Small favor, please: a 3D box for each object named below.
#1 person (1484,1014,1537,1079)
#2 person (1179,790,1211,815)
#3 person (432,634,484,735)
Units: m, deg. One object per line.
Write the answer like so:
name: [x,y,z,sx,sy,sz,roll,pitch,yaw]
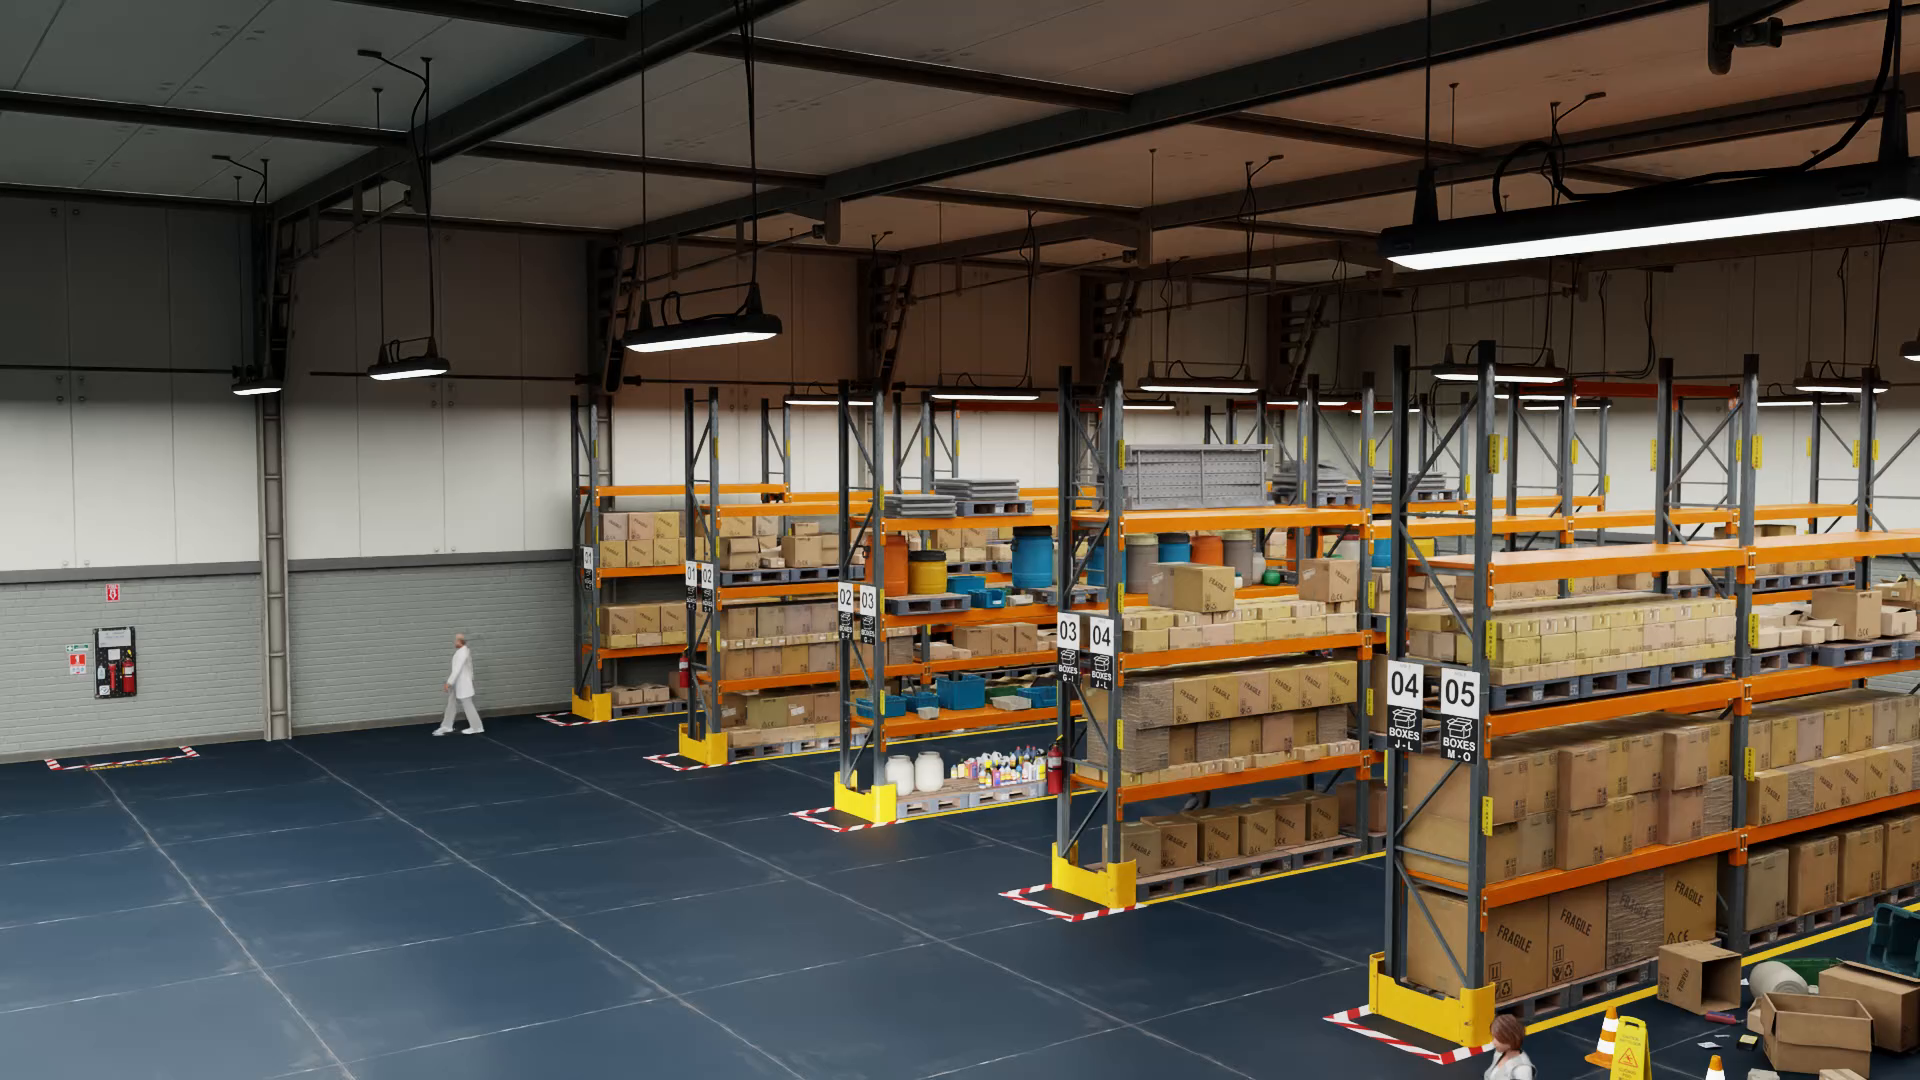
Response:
person: [3.436,3.747,10.433,0.817,1.563,0.426,0,3,5]
person: [3.173,3.089,21.763,0.704,1.547,0.514,-2,4,-32]
person: [-8.808,2.530,29.120,0.890,1.780,0.605,-1,4,-13]
